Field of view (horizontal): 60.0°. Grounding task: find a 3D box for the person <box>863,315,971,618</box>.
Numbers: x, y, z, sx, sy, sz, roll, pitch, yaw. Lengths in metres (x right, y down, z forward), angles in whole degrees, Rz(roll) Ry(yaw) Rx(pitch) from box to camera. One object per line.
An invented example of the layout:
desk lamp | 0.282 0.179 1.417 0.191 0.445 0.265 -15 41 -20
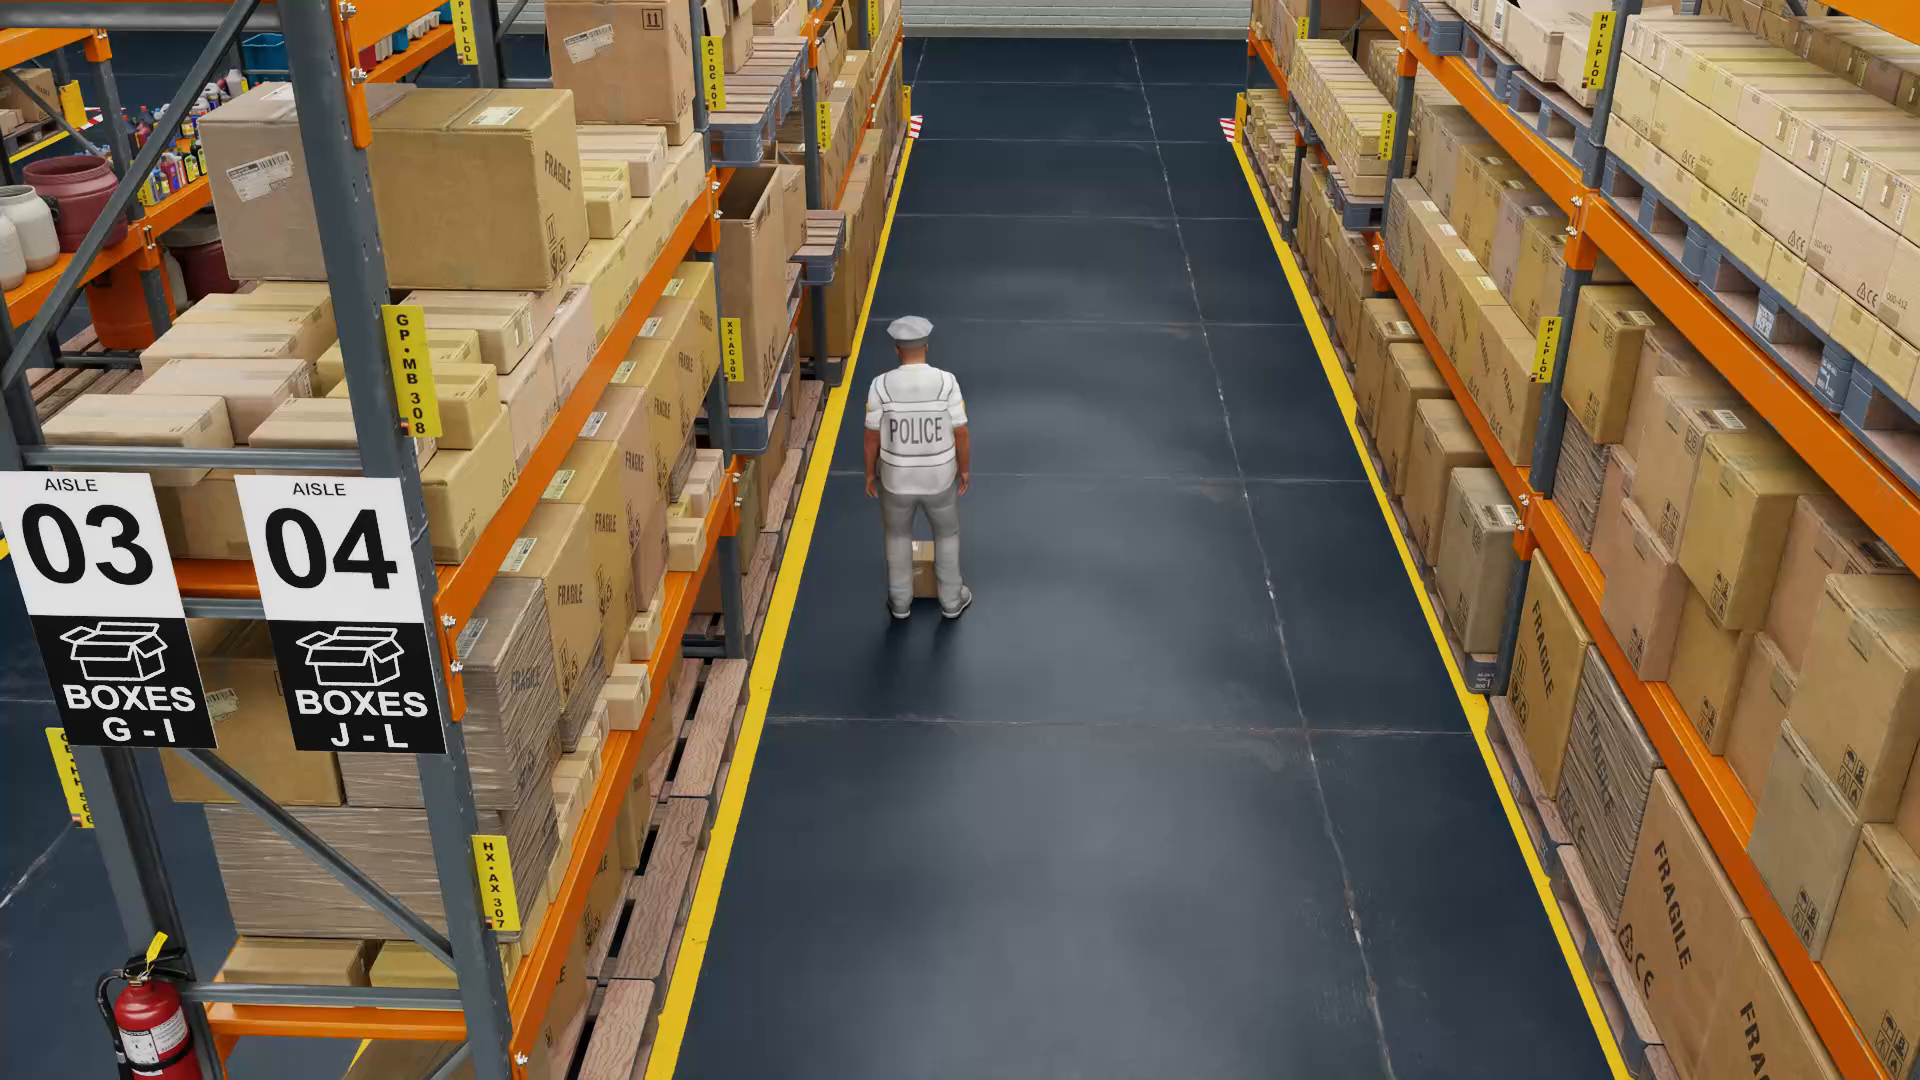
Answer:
person | -0.233 -0.363 9.299 0.606 1.749 0.433 -1 28 -1
